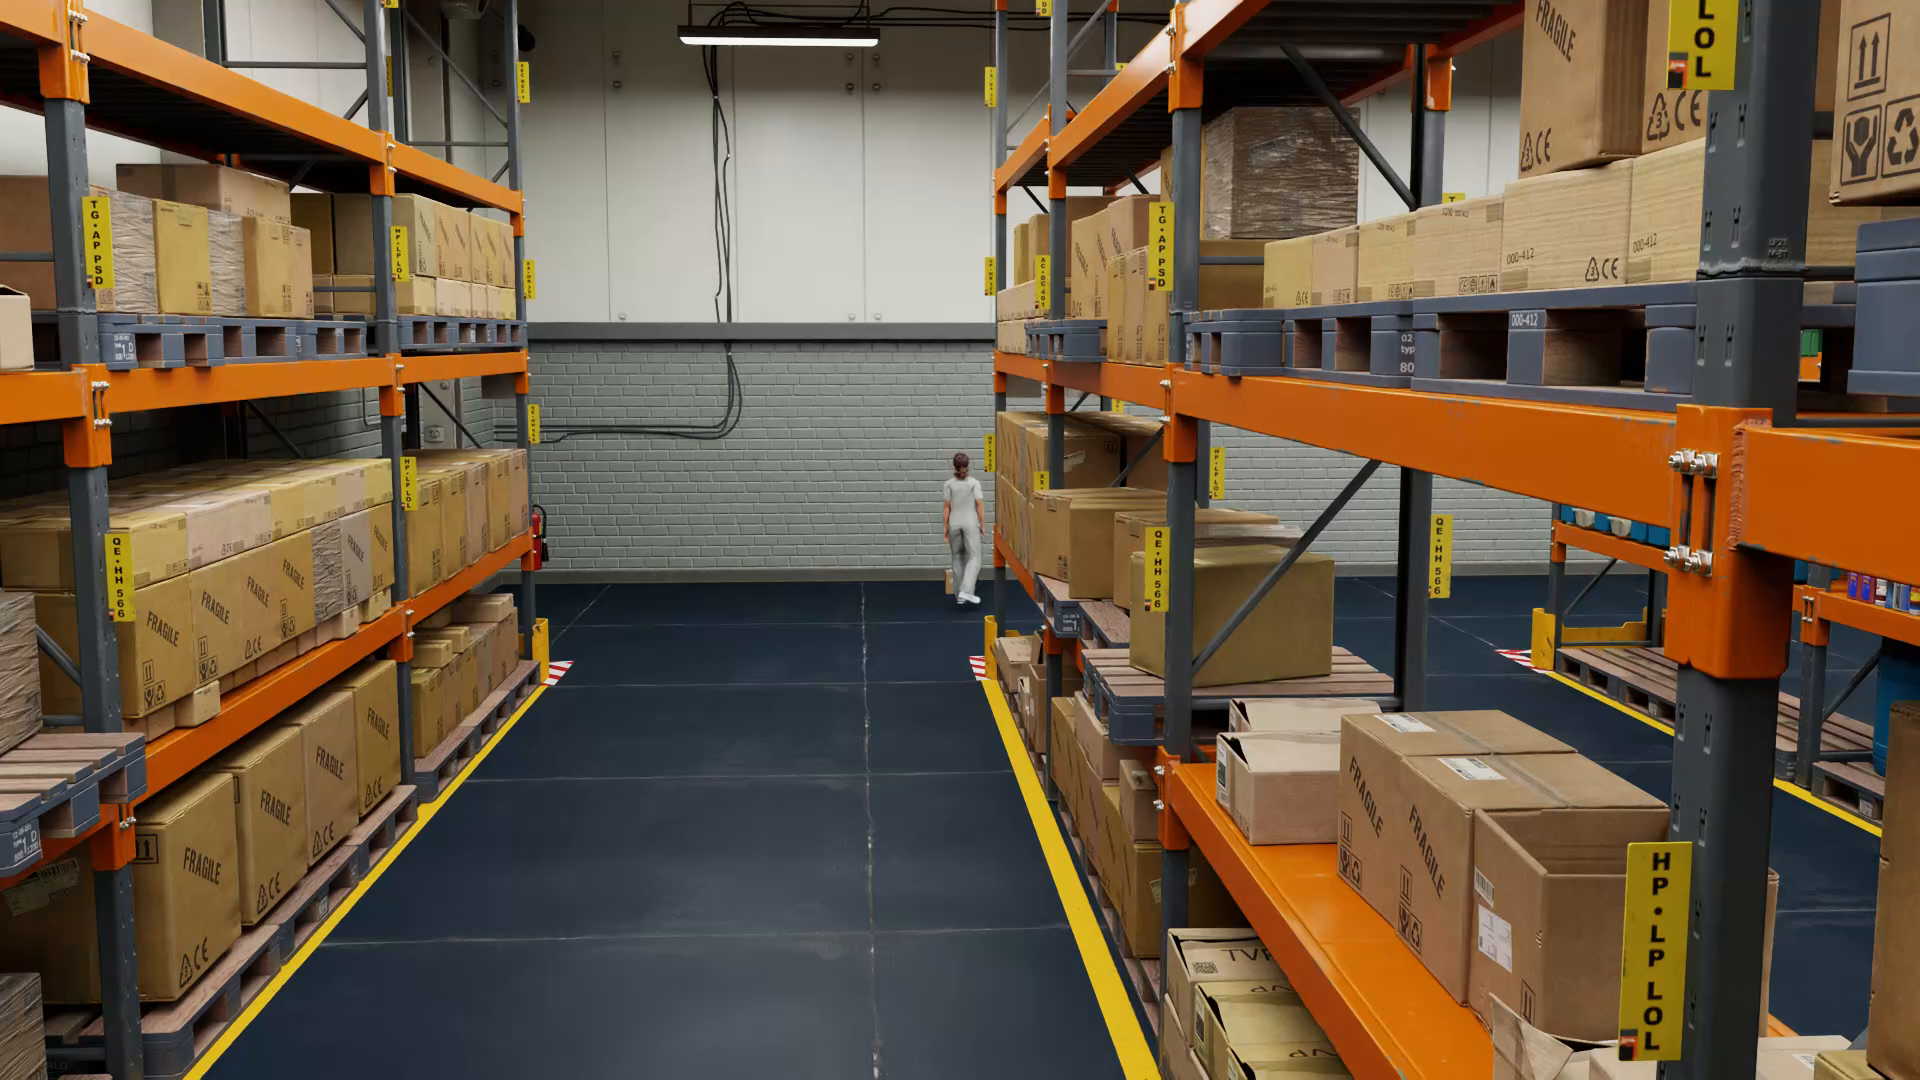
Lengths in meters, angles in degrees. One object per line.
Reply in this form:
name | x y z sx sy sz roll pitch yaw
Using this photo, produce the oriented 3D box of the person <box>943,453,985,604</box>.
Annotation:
person | 0.032 -0.104 18.121 0.460 1.674 0.681 2 7 12
